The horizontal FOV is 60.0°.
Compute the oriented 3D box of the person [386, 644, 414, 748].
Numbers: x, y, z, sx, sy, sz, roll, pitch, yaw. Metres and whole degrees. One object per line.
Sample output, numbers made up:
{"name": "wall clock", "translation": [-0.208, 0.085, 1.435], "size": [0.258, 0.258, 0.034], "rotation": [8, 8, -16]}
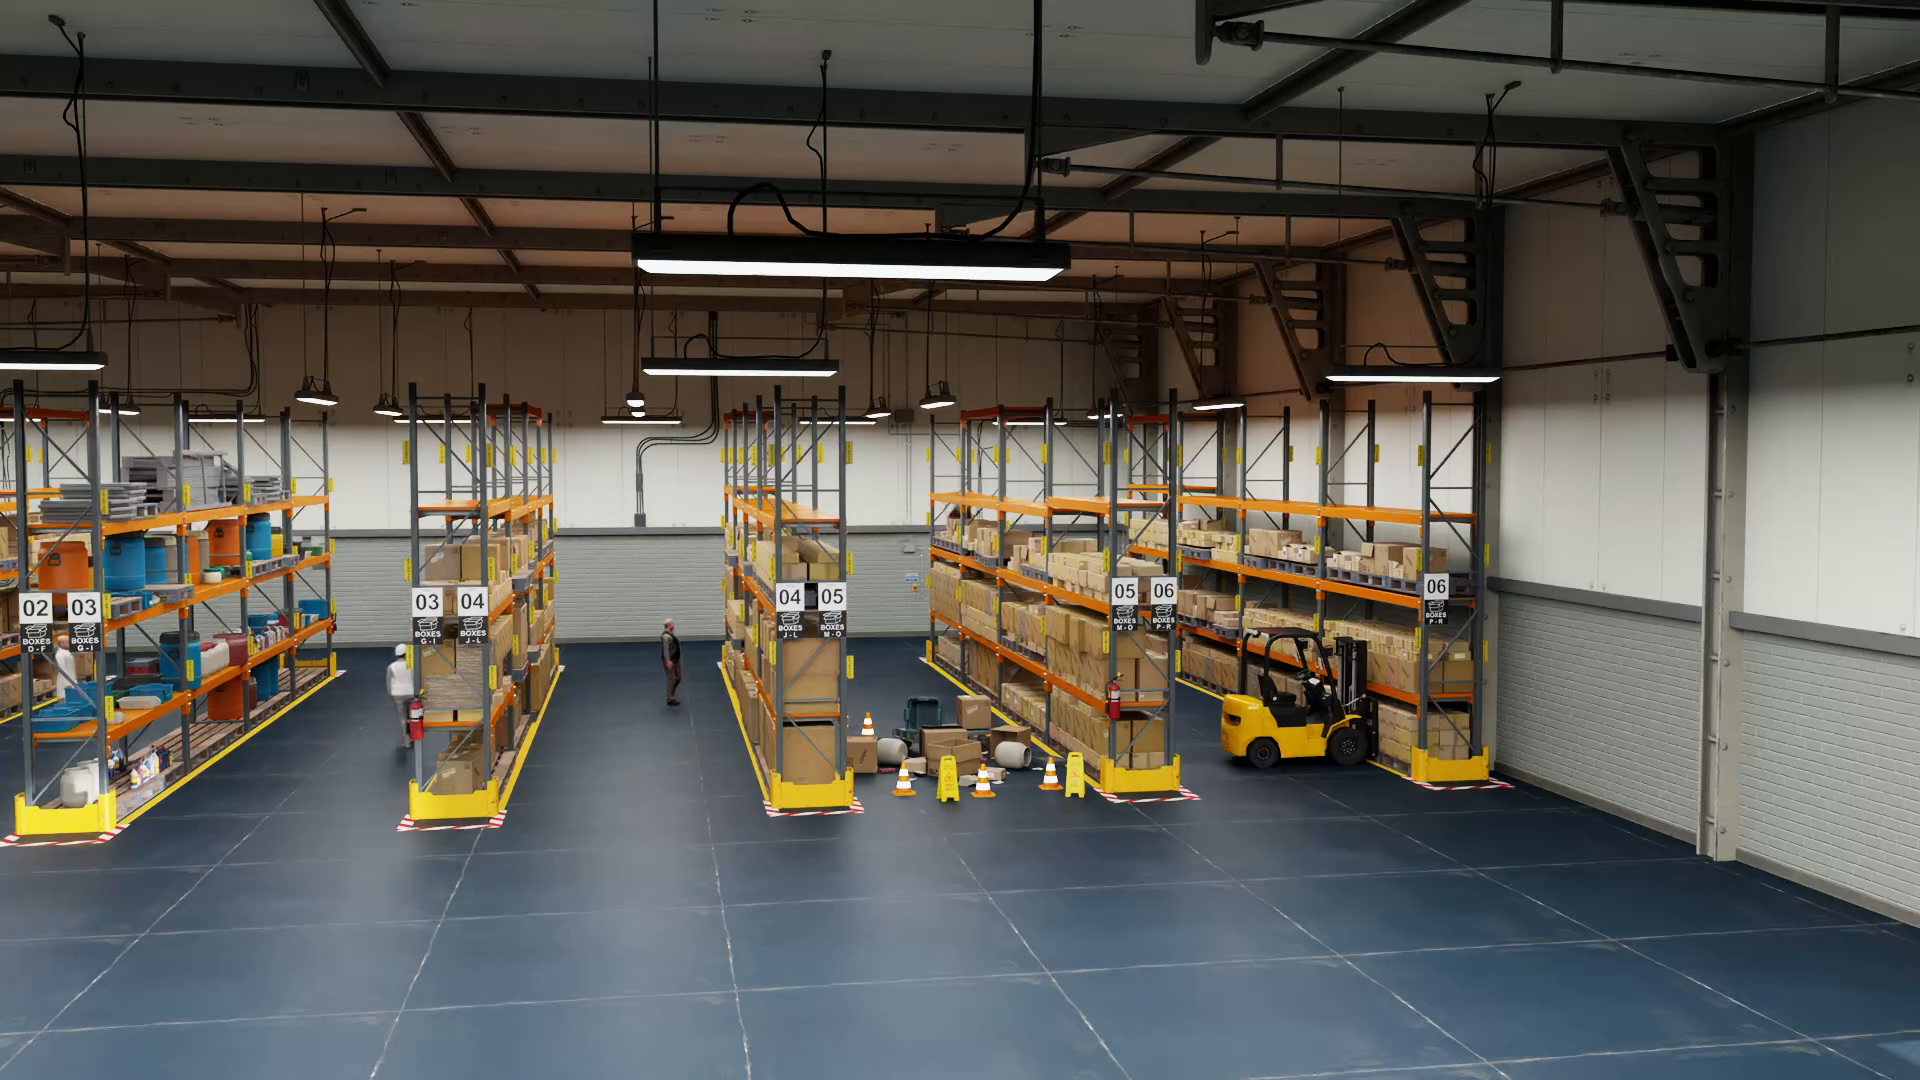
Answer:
{"name": "person", "translation": [-9.534, 2.699, 28.512], "size": [0.565, 1.838, 0.533], "rotation": [3, 4, 44]}

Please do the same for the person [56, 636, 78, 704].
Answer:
{"name": "person", "translation": [-16.001, 2.597, 29.845], "size": [0.424, 1.779, 0.601], "rotation": [-2, 4, -36]}

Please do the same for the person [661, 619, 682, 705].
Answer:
{"name": "person", "translation": [-5.833, 2.453, 33.586], "size": [0.491, 1.737, 0.600], "rotation": [1, 3, 13]}
